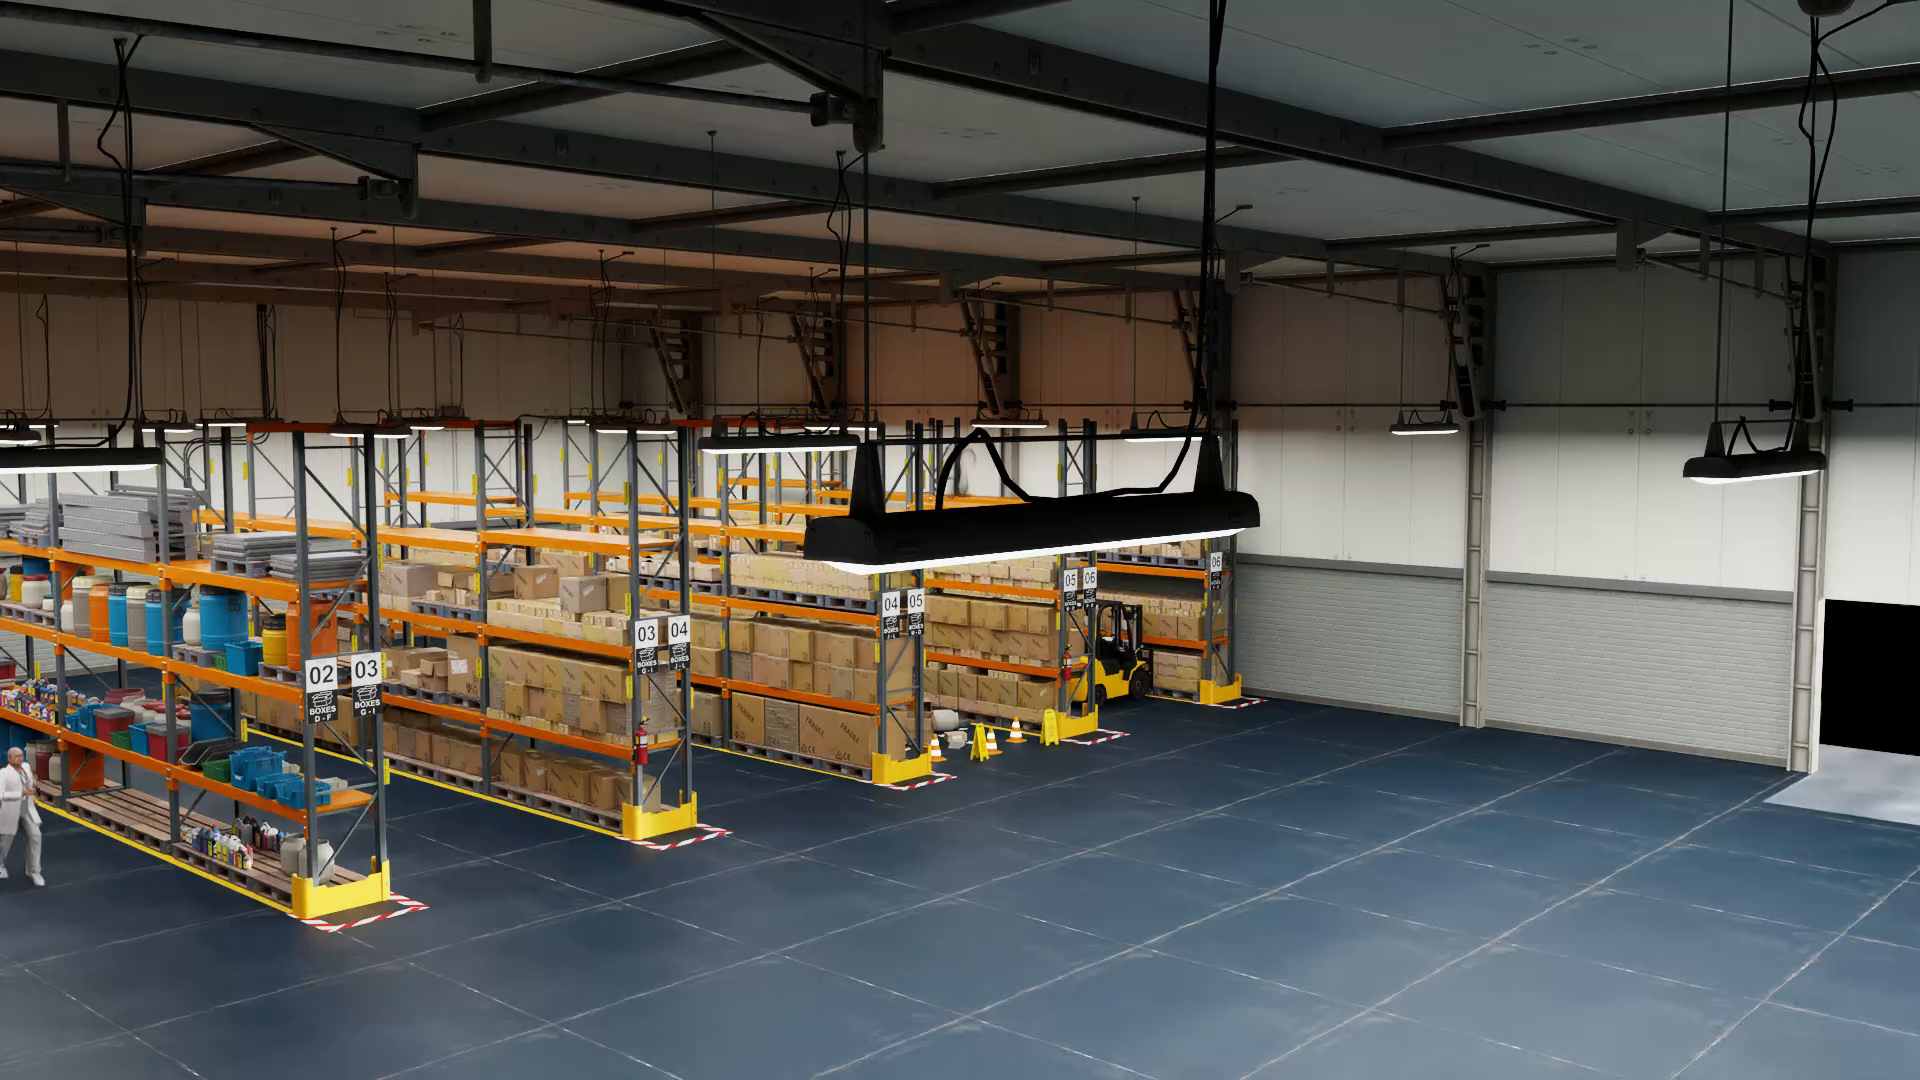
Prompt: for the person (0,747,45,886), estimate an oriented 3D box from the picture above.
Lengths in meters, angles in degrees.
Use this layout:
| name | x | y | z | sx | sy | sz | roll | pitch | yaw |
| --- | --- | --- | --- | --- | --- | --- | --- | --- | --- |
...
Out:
| name | x | y | z | sx | sy | sz | roll | pitch | yaw |
| --- | --- | --- | --- | --- | --- | --- | --- | --- | --- |
| person | -12.479 | 3.641 | 21.957 | 0.951 | 1.839 | 0.673 | 2 | 5 | 27 |
